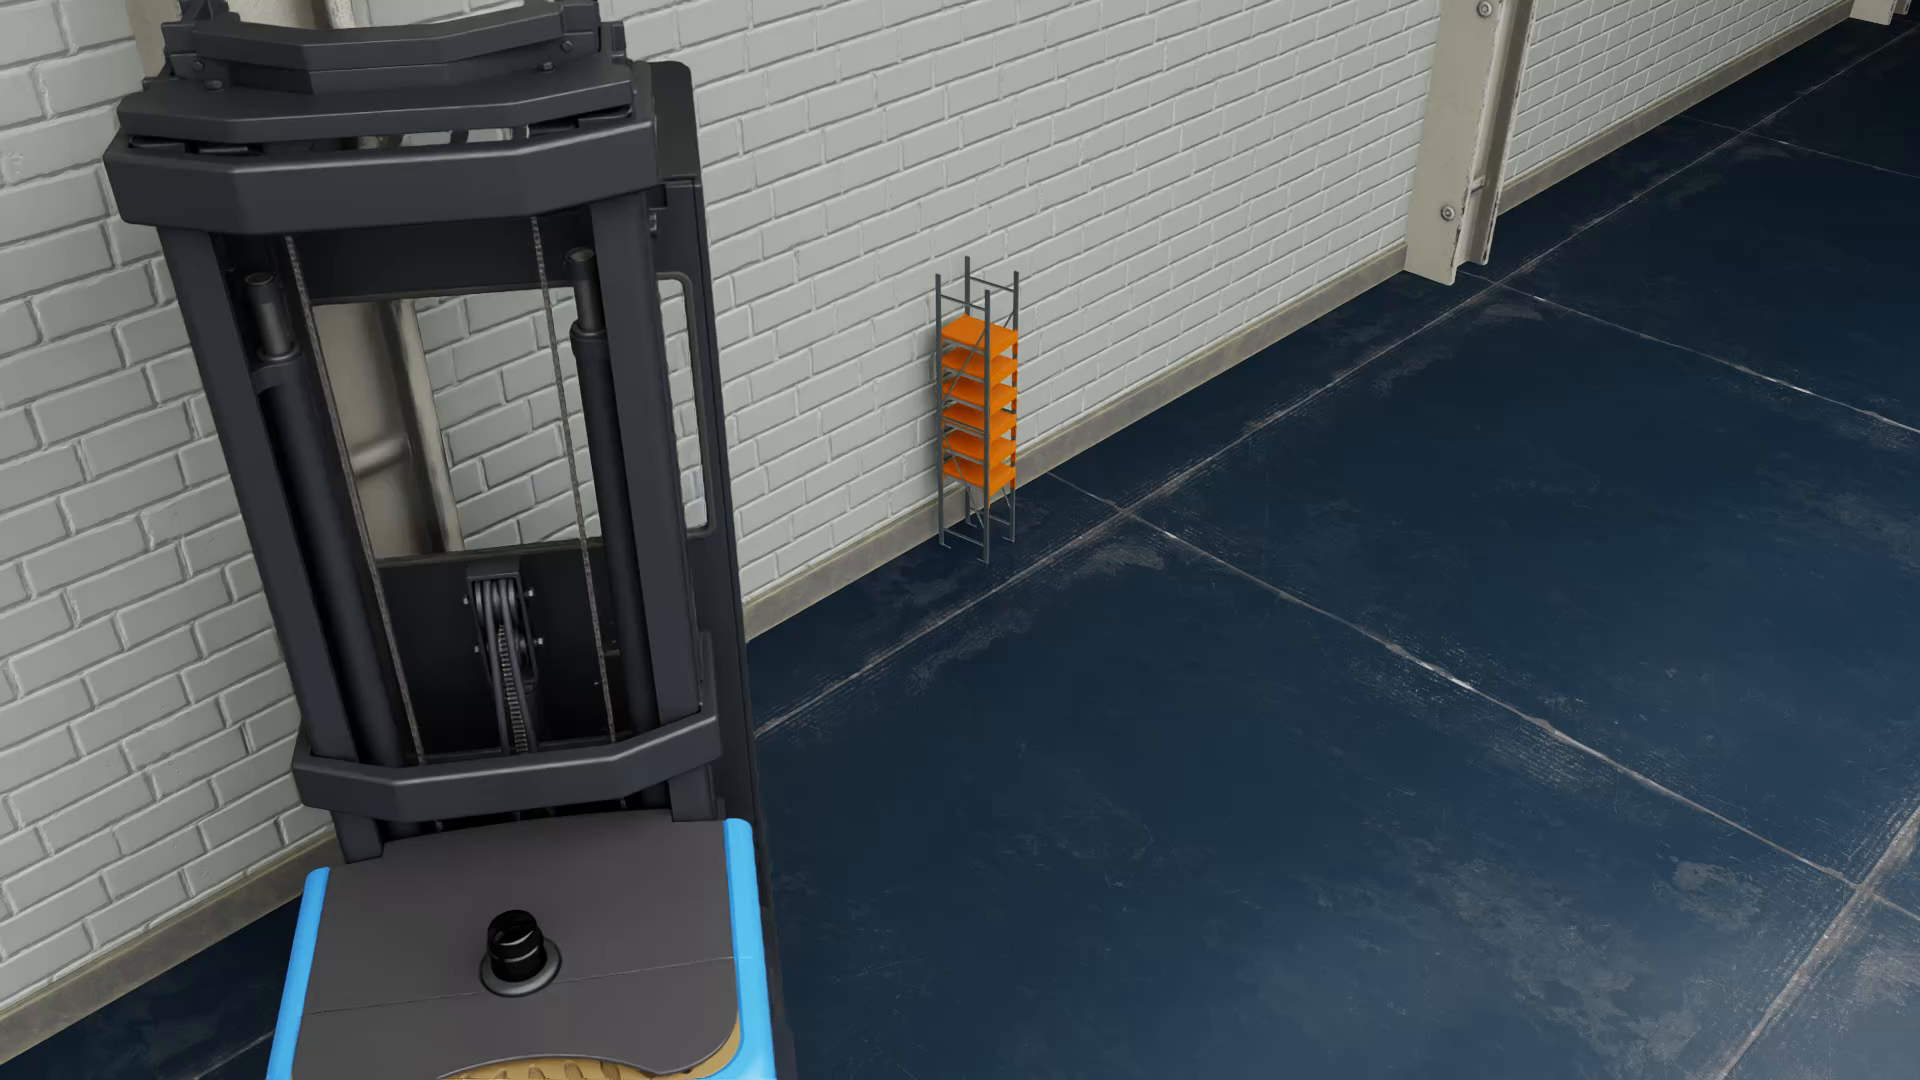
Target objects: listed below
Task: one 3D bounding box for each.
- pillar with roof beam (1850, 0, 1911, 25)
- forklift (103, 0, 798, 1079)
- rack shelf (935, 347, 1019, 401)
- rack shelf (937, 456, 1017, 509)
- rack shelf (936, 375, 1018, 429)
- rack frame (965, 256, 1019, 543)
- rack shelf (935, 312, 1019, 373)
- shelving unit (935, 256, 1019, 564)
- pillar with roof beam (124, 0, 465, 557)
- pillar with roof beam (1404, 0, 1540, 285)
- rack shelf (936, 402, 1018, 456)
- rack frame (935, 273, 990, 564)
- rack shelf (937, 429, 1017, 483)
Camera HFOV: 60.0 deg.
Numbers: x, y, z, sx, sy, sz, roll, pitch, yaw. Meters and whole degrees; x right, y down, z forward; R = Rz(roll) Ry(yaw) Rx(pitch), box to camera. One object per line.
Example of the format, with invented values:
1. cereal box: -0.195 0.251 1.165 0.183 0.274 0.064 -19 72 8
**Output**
1. pillar with roof beam: 9.855 -5.857 7.281 9.100 9.000 0.400 30 45 35
2. forklift: -1.121 -0.022 4.219 1.130 2.935 3.031 -6 35 -8
3. rack shelf: 0.065 -0.639 6.275 0.258 0.103 0.180 22 41 29
4. rack shelf: 0.066 -0.246 6.550 0.258 0.103 0.180 22 41 29
5. rack shelf: 0.065 -0.541 6.344 0.258 0.103 0.180 22 41 29
6. rack frame: 0.119 -0.522 6.448 0.240 1.200 0.006 22 41 29
7. rack shelf: 0.064 -0.738 6.206 0.258 0.103 0.180 22 41 29
8. shelving unit: 0.065 -0.479 6.387 0.258 1.200 0.189 22 41 29
9. pillar with roof beam: 1.400 -0.985 0.296 9.100 9.000 0.400 30 45 35
10. pillar with roof beam: 5.627 -3.421 3.788 9.100 9.000 0.400 30 45 35
11. rack shelf: 0.065 -0.442 6.412 0.258 0.103 0.180 22 41 29
12. rack frame: 0.012 -0.436 6.326 0.240 1.200 0.006 22 41 29
13. rack shelf: 0.066 -0.344 6.481 0.258 0.103 0.180 22 41 29
